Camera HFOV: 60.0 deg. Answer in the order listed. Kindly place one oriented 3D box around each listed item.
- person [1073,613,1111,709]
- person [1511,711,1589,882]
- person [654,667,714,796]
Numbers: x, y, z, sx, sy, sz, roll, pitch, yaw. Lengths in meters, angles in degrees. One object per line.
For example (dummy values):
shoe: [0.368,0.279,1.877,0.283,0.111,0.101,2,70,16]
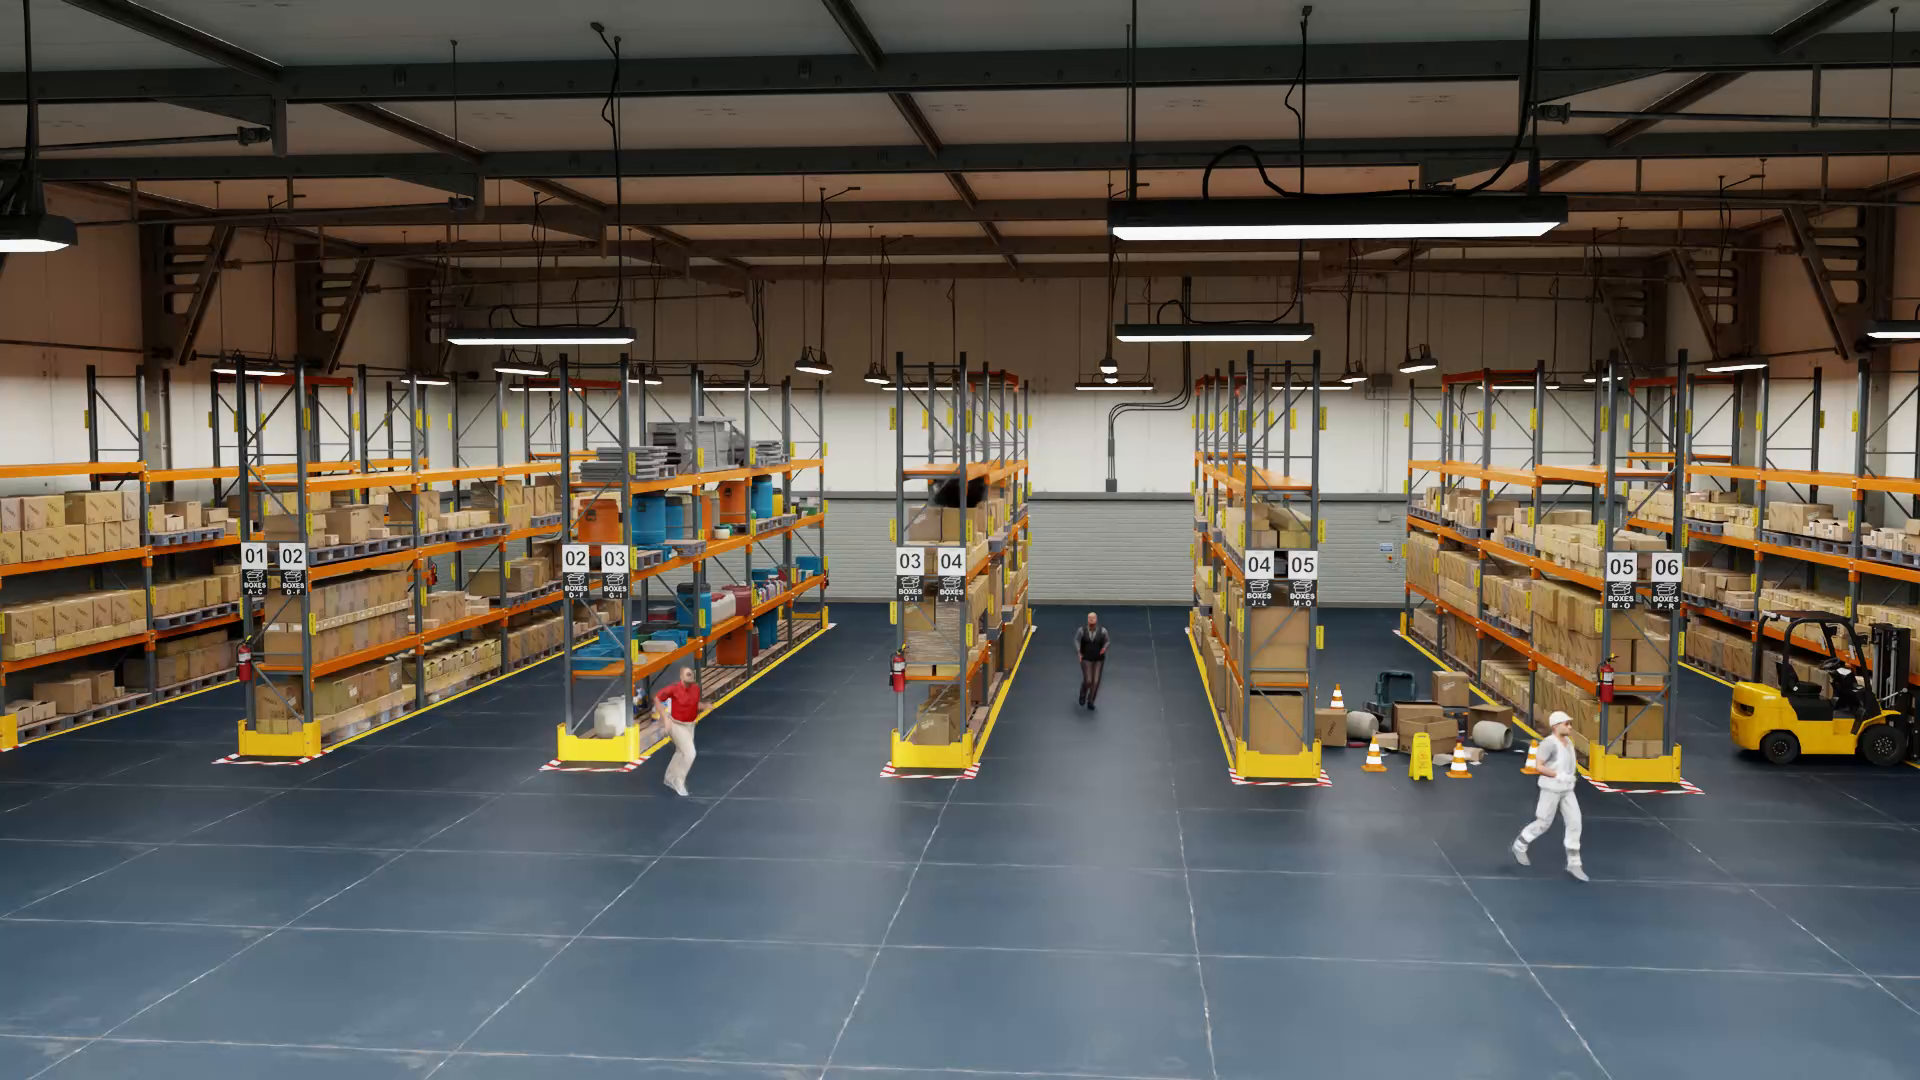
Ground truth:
person: [2.309,2.107,28.883,0.646,1.687,0.585,0,4,-2]
person: [6.614,2.792,18.417,0.699,1.799,0.945,-3,5,-34]
person: [-3.708,2.617,22.370,0.802,1.703,0.657,3,5,32]
